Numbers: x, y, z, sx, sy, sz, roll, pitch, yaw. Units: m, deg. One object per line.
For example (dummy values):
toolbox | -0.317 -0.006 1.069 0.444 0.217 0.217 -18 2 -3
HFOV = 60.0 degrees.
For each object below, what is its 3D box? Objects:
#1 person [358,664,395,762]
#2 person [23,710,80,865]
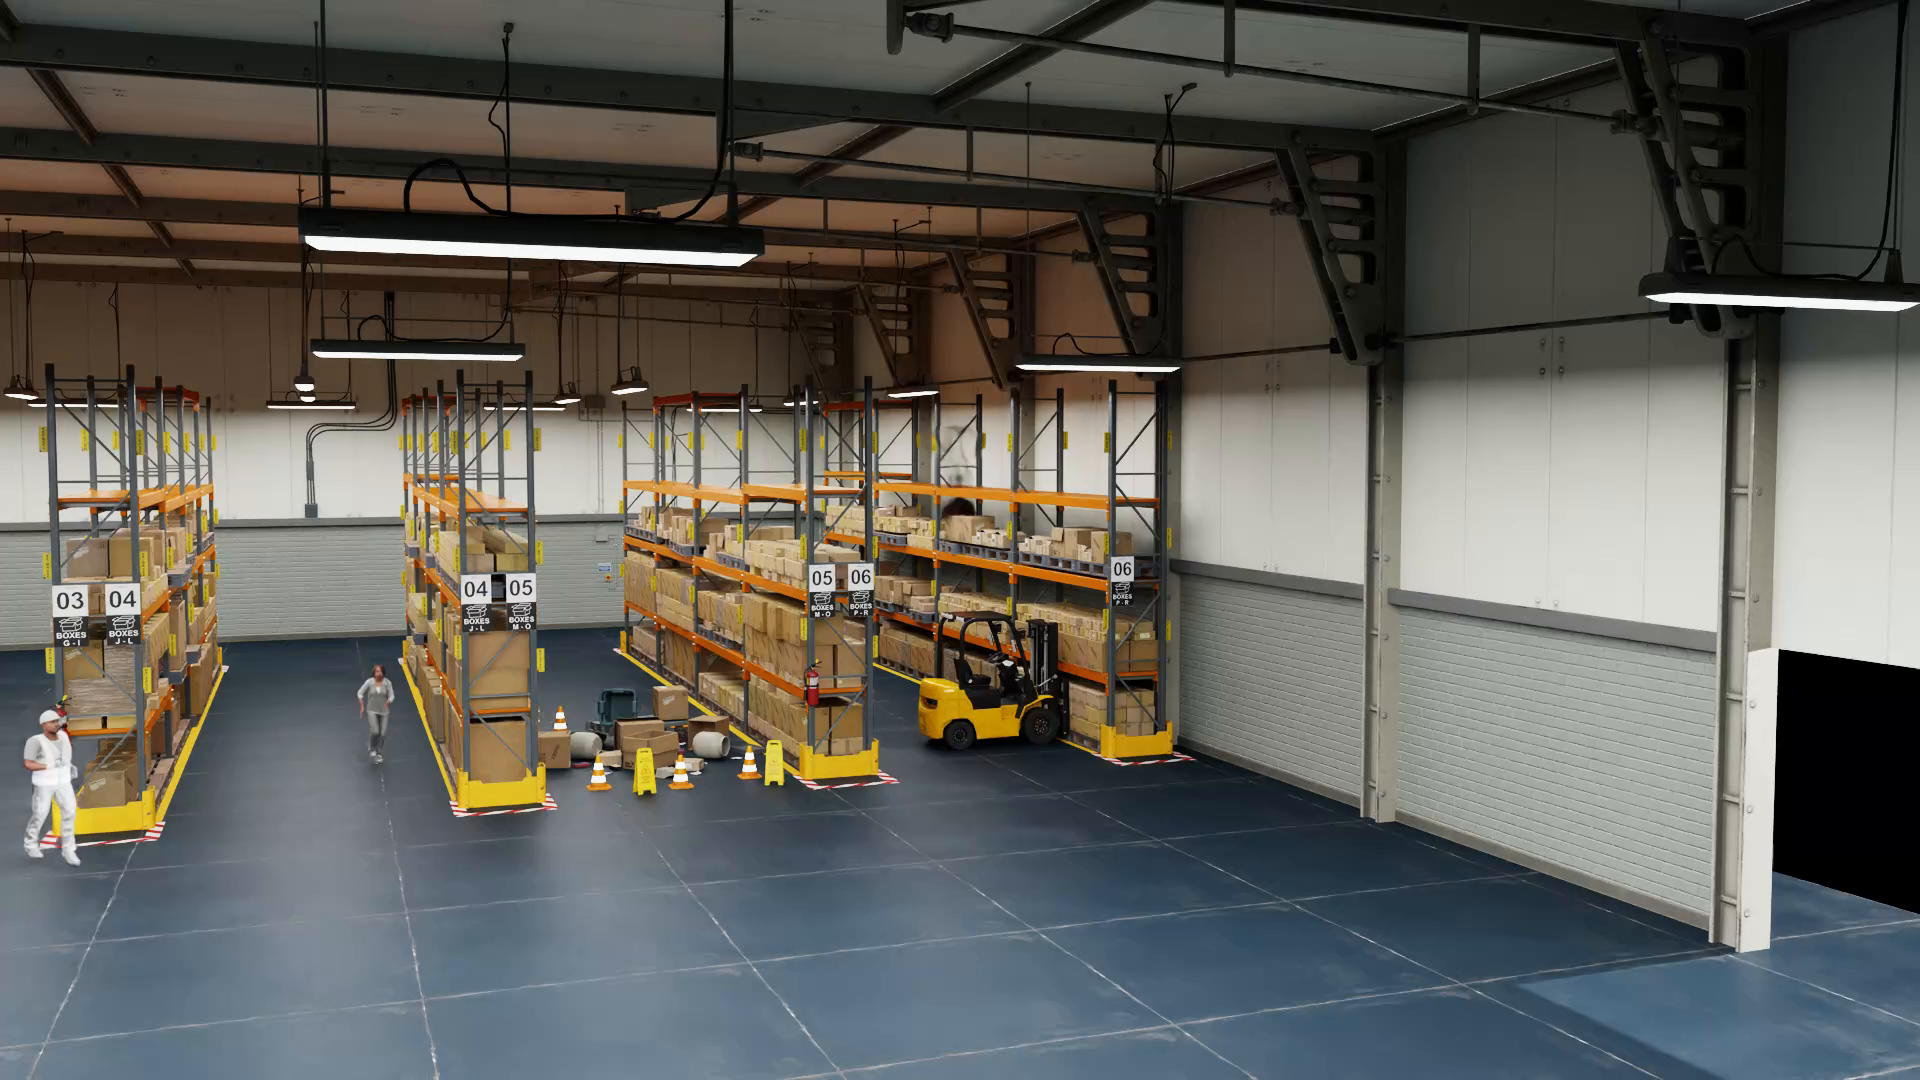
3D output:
person | -9.032 2.697 25.785 0.509 1.552 0.688 -2 4 -29
person | -10.817 2.932 19.801 0.810 1.821 0.686 2 4 29
